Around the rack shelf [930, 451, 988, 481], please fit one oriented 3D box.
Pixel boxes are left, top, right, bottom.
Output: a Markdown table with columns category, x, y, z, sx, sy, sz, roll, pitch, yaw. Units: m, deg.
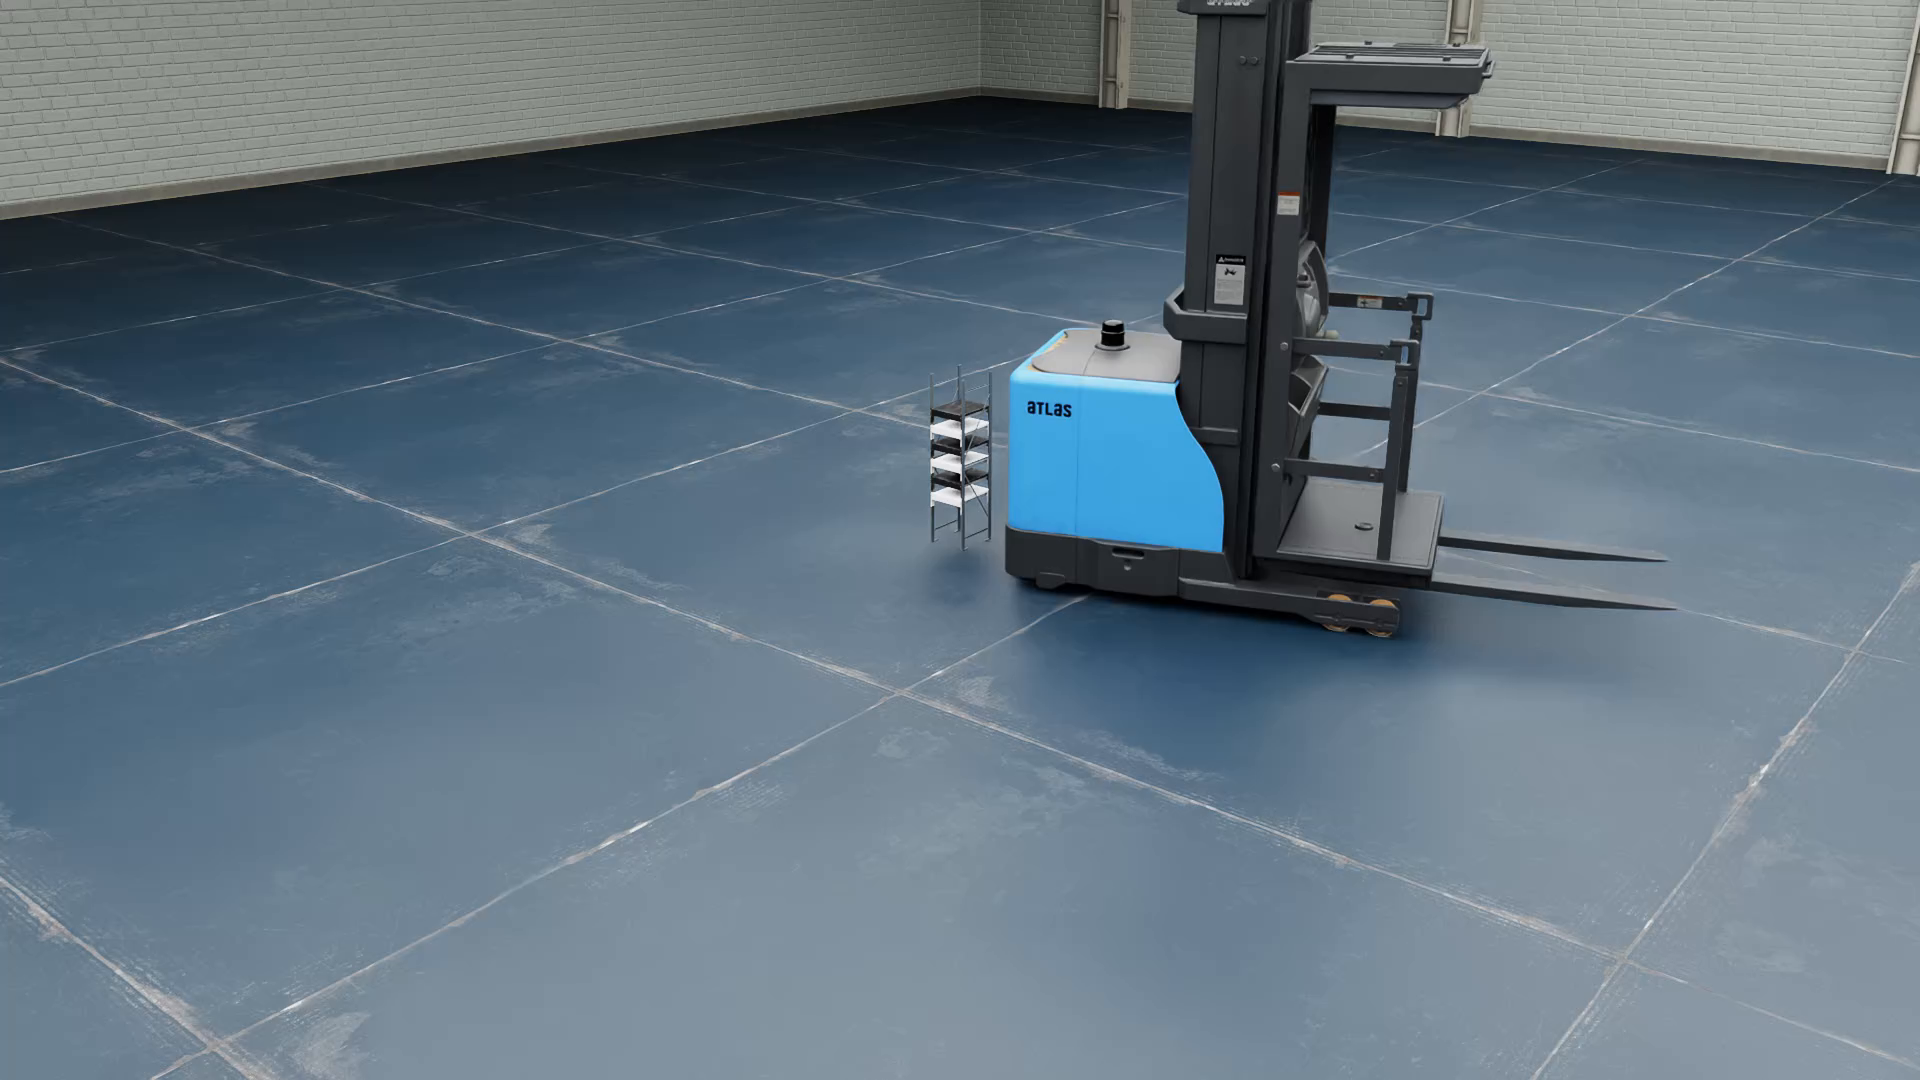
| category | x | y | z | sx | sy | sz | roll | pitch | yaw |
| --- | --- | --- | --- | --- | --- | --- | --- | --- | --- |
| rack shelf | 0.006 | -0.388 | 8.516 | 0.200 | 0.077 | 0.258 | 16 | 26 | 36 |

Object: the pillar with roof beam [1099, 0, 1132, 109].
| category | x | y | z | sx | sy | sz | roll | pitch | yaw |
| --- | --- | --- | --- | --- | --- | --- | --- | --- | --- |
| pillar with roof beam | -0.143 | -10.314 | 23.265 | 0.400 | 9.000 | 9.100 | 16 | 26 | 36 |

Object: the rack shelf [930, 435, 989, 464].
| category | x | y | z | sx | sy | sz | roll | pitch | yaw |
| --- | --- | --- | --- | --- | --- | --- | --- | --- | --- |
| rack shelf | 0.006 | -0.472 | 8.485 | 0.200 | 0.077 | 0.258 | 16 | 26 | 36 |

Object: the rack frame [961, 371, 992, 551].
| category | x | y | z | sx | sy | sz | roll | pitch | yaw |
| --- | --- | --- | --- | --- | --- | --- | --- | --- | --- |
| rack frame | 0.085 | -0.397 | 8.444 | 0.006 | 0.900 | 0.240 | 16 | 26 | 36 |

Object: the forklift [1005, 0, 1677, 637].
| category | x | y | z | sx | sy | sz | roll | pitch | yaw |
| --- | --- | --- | --- | --- | --- | --- | --- | --- | --- |
| forklift | 1.793 | -1.144 | 7.547 | 3.031 | 2.935 | 1.130 | 7 | 22 | 17 |

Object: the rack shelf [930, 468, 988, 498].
| category | x | y | z | sx | sy | sz | roll | pitch | yaw |
| --- | --- | --- | --- | --- | --- | --- | --- | --- | --- |
| rack shelf | 0.006 | -0.304 | 8.548 | 0.200 | 0.077 | 0.258 | 16 | 26 | 36 |

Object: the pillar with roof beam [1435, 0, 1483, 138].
| category | x | y | z | sx | sy | sz | roll | pitch | yaw |
| --- | --- | --- | --- | --- | --- | --- | --- | --- | --- |
| pillar with roof beam | 4.505 | -8.975 | 19.715 | 0.400 | 9.000 | 9.100 | 16 | 26 | 36 |

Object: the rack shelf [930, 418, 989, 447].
| category | x | y | z | sx | sy | sz | roll | pitch | yaw |
| --- | --- | --- | --- | --- | --- | --- | --- | --- | --- |
| rack shelf | 0.006 | -0.556 | 8.453 | 0.200 | 0.077 | 0.258 | 16 | 26 | 36 |

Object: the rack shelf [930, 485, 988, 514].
| category | x | y | z | sx | sy | sz | roll | pitch | yaw |
| --- | --- | --- | --- | --- | --- | --- | --- | --- | --- |
| rack shelf | 0.006 | -0.220 | 8.580 | 0.200 | 0.077 | 0.258 | 16 | 26 | 36 |

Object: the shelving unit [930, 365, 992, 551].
| category | x | y | z | sx | sy | sz | roll | pitch | yaw |
| --- | --- | --- | --- | --- | --- | --- | --- | --- | --- |
| shelving unit | 0.006 | -0.419 | 8.505 | 0.210 | 0.900 | 0.258 | 16 | 26 | 36 |

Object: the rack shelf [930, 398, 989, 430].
| category | x | y | z | sx | sy | sz | roll | pitch | yaw |
| --- | --- | --- | --- | --- | --- | --- | --- | --- | --- |
| rack shelf | 0.006 | -0.641 | 8.421 | 0.200 | 0.077 | 0.258 | 16 | 26 | 36 |

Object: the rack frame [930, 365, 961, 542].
| category | x | y | z | sx | sy | sz | roll | pitch | yaw |
| --- | --- | --- | --- | --- | --- | --- | --- | --- | --- |
| rack frame | -0.072 | -0.442 | 8.565 | 0.006 | 0.900 | 0.240 | 16 | 26 | 36 |

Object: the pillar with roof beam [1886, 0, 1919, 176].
| category | x | y | z | sx | sy | sz | roll | pitch | yaw |
| --- | --- | --- | --- | --- | --- | --- | --- | --- | --- |
| pillar with roof beam | 9.153 | -7.637 | 16.166 | 0.400 | 9.000 | 9.100 | 16 | 26 | 36 |
